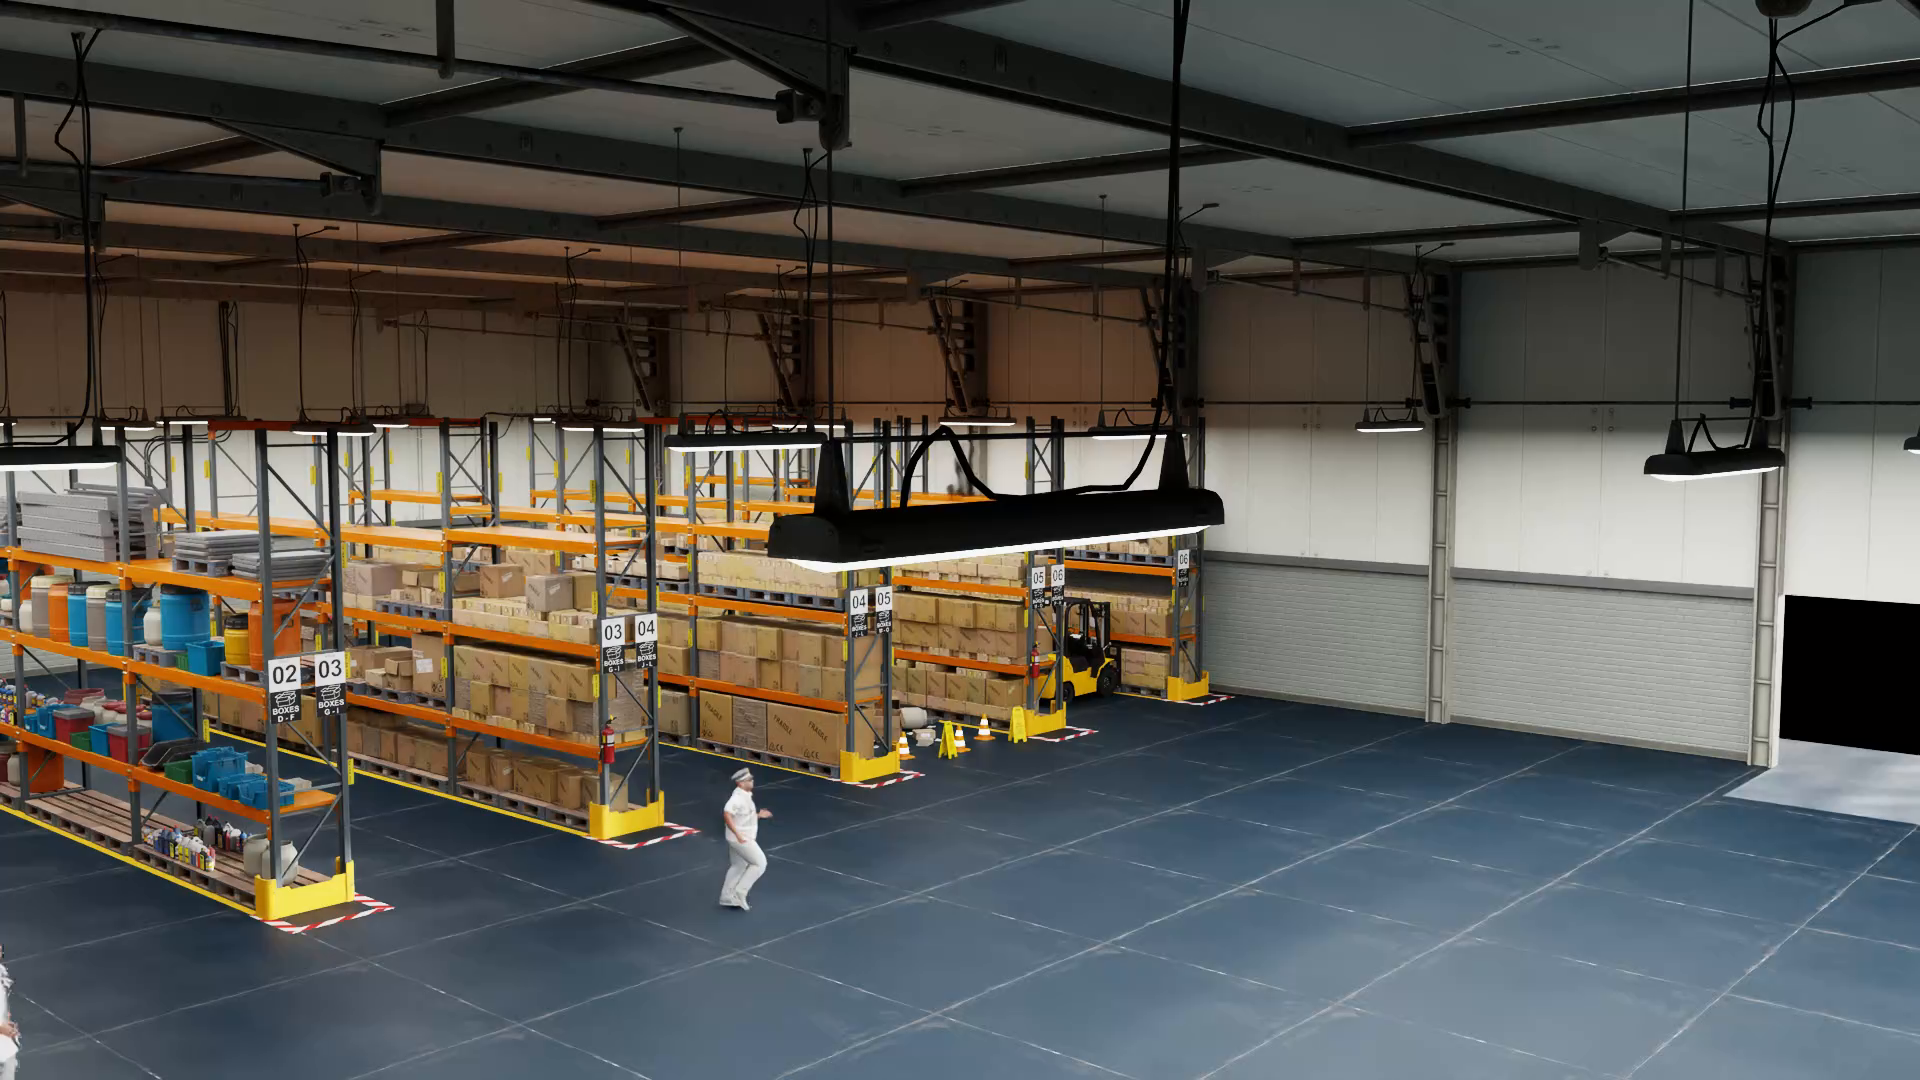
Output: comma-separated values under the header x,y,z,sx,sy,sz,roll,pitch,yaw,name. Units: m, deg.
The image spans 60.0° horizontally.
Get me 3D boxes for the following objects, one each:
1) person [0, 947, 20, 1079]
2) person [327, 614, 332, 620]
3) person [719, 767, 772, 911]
x,y,z,sx,sy,sz,roll,pitch,yaw,name
-8.490,4.271,14.375,0.717,1.757,0.713,-1,5,-16,person
-13.781,2.454,36.304,0.659,1.718,0.636,5,7,44,person
-2.686,3.731,20.830,0.692,1.798,0.633,-1,5,-15,person
